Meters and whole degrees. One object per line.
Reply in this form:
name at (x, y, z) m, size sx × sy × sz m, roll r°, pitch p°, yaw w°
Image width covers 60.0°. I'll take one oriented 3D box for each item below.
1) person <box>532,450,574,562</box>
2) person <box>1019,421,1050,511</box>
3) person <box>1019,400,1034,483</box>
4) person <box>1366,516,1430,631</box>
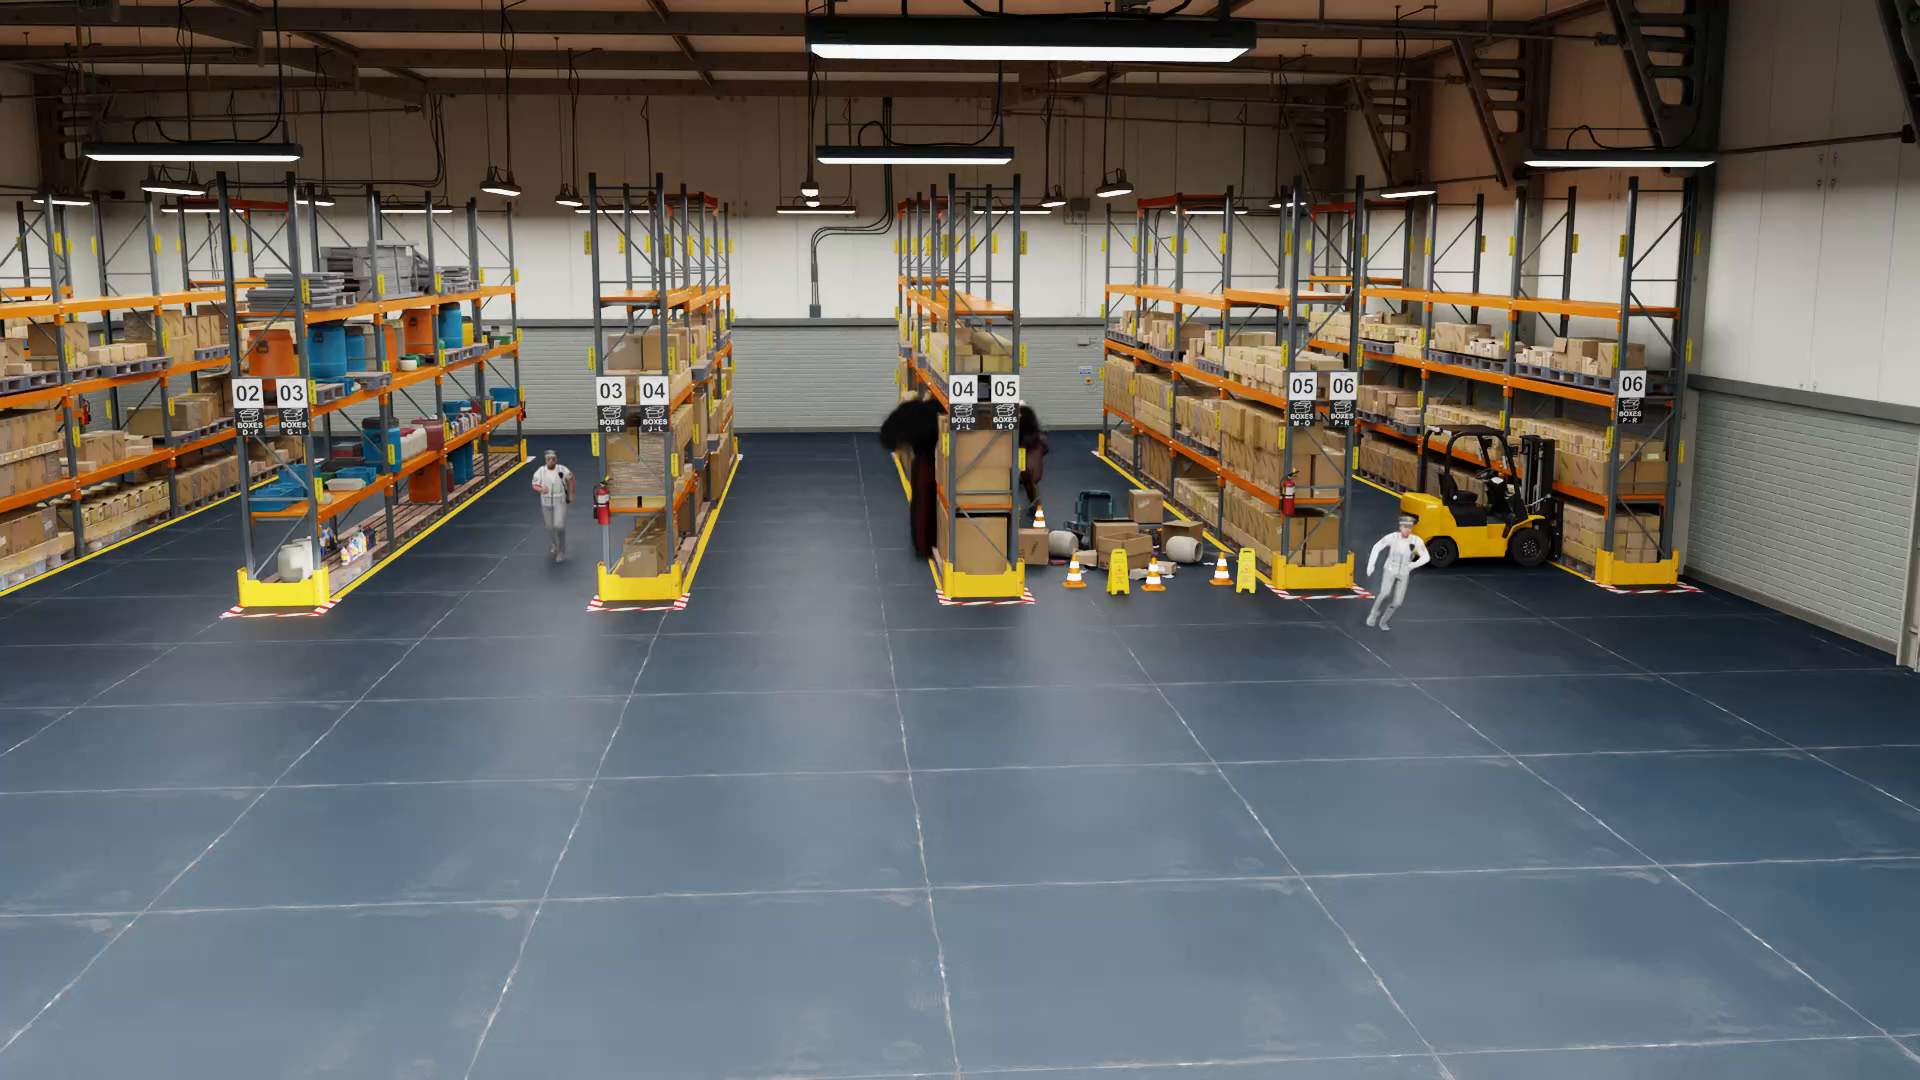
person at (-6.561, -0.555, 26.830) m, size 0.607 × 1.835 × 0.857 m, roll 0°, pitch 10°, yaw -2°
person at (1.414, -1.383, 31.609) m, size 0.696 × 1.744 × 0.747 m, roll -2°, pitch 10°, yaw -13°
person at (1.362, -2.066, 35.295) m, size 0.620 × 1.763 × 0.856 m, roll -3°, pitch 11°, yaw -18°
person at (5.737, 0.461, 21.796) m, size 0.780 × 1.608 × 0.539 m, roll 0°, pitch 10°, yaw 1°
